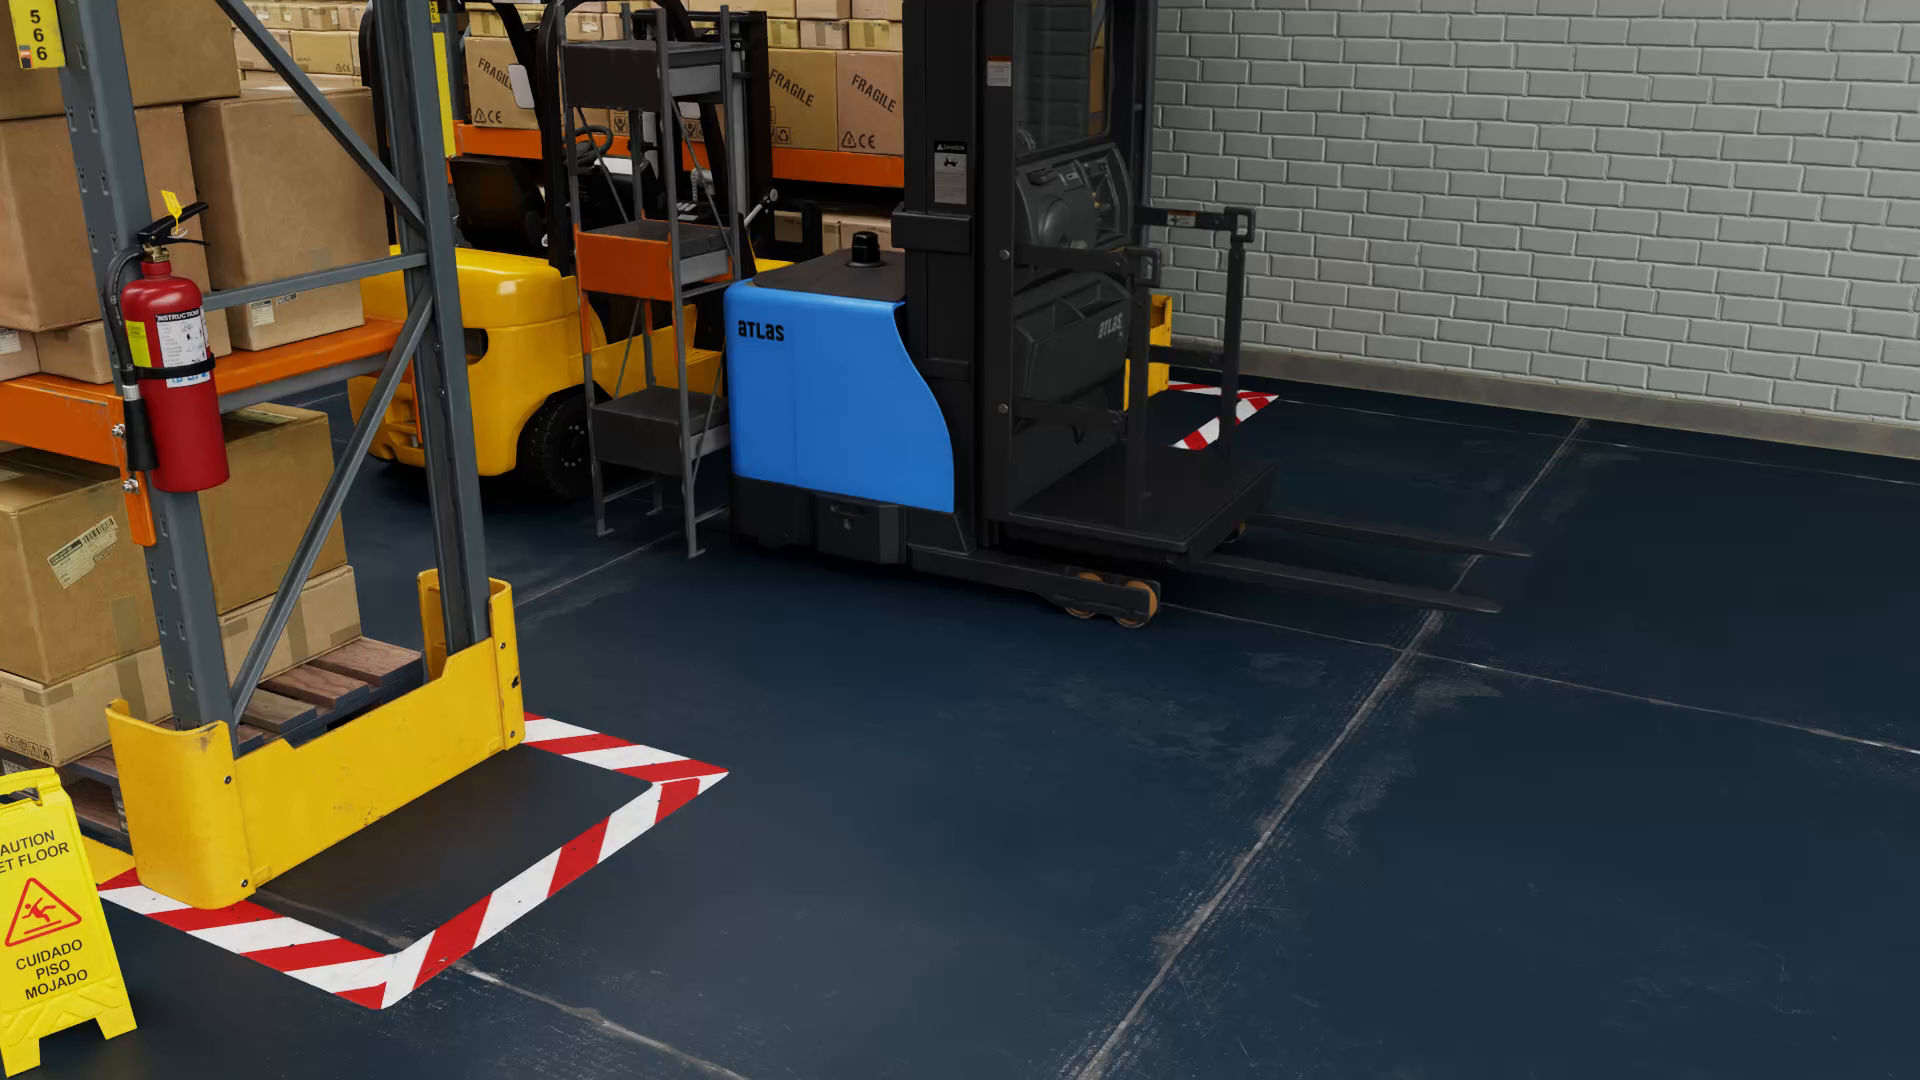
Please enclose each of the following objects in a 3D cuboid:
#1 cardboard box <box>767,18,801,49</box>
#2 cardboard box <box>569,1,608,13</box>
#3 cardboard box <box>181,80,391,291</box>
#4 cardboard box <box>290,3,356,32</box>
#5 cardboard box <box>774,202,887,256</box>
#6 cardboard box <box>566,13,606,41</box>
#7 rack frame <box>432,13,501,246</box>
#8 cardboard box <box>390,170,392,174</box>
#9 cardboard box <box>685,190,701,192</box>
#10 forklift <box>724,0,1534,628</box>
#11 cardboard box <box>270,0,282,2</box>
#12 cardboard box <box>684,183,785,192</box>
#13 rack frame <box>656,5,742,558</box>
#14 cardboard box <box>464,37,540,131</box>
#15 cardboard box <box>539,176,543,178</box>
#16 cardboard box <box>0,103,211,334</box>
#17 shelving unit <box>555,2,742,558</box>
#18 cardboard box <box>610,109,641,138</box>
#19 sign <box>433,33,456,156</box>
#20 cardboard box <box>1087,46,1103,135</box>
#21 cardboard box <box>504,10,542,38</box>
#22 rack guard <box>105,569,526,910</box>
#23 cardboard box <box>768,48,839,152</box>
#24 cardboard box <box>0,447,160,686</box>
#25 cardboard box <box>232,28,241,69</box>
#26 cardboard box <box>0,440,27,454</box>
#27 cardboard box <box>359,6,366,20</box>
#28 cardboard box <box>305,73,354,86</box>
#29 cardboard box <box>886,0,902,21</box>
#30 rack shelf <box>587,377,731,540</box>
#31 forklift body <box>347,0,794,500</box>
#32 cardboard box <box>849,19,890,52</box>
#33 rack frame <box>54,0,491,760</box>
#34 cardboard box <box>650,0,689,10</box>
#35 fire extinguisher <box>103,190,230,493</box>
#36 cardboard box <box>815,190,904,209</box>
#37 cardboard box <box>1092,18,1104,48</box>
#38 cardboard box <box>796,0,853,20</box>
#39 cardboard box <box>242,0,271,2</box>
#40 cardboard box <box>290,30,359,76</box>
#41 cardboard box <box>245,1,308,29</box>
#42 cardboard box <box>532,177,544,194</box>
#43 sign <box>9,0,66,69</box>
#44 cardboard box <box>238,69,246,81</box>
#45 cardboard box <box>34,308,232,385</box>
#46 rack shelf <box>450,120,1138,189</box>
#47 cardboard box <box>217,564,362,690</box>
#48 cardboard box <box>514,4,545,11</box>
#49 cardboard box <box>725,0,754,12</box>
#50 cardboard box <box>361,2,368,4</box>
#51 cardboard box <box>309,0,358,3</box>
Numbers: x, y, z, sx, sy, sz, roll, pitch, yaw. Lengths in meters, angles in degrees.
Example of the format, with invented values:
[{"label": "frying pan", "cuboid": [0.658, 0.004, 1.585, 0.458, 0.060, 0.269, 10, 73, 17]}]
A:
[{"label": "cardboard box", "cuboid": [-0.851, -2.656, 8.691, 0.250, 0.149, 0.380, 11, 23, 28]}, {"label": "cardboard box", "cuboid": [-1.964, -3.010, 9.229, 0.250, 0.149, 0.380, 11, 23, 28]}, {"label": "cardboard box", "cuboid": [-1.975, -0.994, 4.623, 0.500, 0.500, 0.500, 10, 22, 26]}, {"label": "cardboard box", "cuboid": [-3.894, -3.230, 10.272, 0.250, 0.149, 0.380, 10, 22, 26]}, {"label": "cardboard box", "cuboid": [-0.728, -1.647, 8.955, 0.500, 0.250, 0.500, 11, 23, 28]}, {"label": "cardboard box", "cuboid": [-1.974, -2.869, 9.277, 0.250, 0.149, 0.380, 11, 23, 28]}, {"label": "rack frame", "cuboid": [-2.772, -2.789, 10.155, 0.127, 3.000, 1.000, 11, 23, 27]}, {"label": "cardboard box", "cuboid": [-3.906, -2.085, 11.080, 0.625, 0.625, 0.875, 11, 22, 27]}, {"label": "cardboard box", "cuboid": [-1.621, -1.823, 9.441, 0.500, 0.250, 0.500, 12, 23, 29]}, {"label": "forklift", "cuboid": [0.611, -1.268, 6.062, 3.031, 2.935, 1.130, 10, 22, 26]}, {"label": "cardboard box", "cuboid": [-4.531, -3.563, 11.190, 0.250, 0.149, 0.380, 12, 23, 29]}, {"label": "cardboard box", "cuboid": [-1.363, -1.972, 9.852, 0.500, 0.250, 0.500, 11, 23, 28]}, {"label": "rack frame", "cuboid": [-0.980, -0.974, 6.471, 0.015, 2.100, 0.400, 11, 23, 29]}, {"label": "cardboard box", "cuboid": [-2.512, -2.684, 9.720, 0.500, 0.500, 0.500, 10, 22, 26]}, {"label": "cardboard box", "cuboid": [-2.248, -2.140, 10.315, 0.500, 0.250, 0.500, 11, 23, 28]}, {"label": "cardboard box", "cuboid": [-2.305, -0.841, 4.201, 0.500, 0.500, 0.500, 10, 22, 26]}, {"label": "shelving unit", "cuboid": [-1.190, -1.016, 6.587, 0.503, 2.100, 0.431, 11, 23, 29]}, {"label": "cardboard box", "cuboid": [-1.606, -2.519, 9.264, 0.500, 0.500, 0.500, 11, 22, 27]}, {"label": "sign", "cuboid": [-1.432, -1.214, 4.544, 0.005, 0.325, 0.100, 11, 23, 27]}, {"label": "cardboard box", "cuboid": [0.423, -2.336, 8.759, 0.500, 0.500, 0.500, 12, 23, 29]}, {"label": "cardboard box", "cuboid": [-2.395, -2.967, 9.548, 0.250, 0.149, 0.380, 11, 23, 29]}, {"label": "rack guard", "cuboid": [-1.763, 0.517, 4.707, 0.348, 0.500, 1.175, 11, 23, 27]}, {"label": "cardboard box", "cuboid": [-0.733, -2.349, 8.794, 0.500, 0.500, 0.500, 10, 22, 26]}, {"label": "cardboard box", "cuboid": [-2.524, 0.042, 4.668, 0.500, 0.500, 0.500, 11, 23, 28]}, {"label": "cardboard box", "cuboid": [-4.652, -3.219, 10.826, 0.500, 0.250, 0.500, 11, 23, 28]}, {"label": "cardboard box", "cuboid": [-2.877, -0.304, 4.671, 0.250, 0.149, 0.380, 12, 23, 29]}, {"label": "cardboard box", "cuboid": [-3.412, -3.169, 10.105, 0.250, 0.149, 0.380, 10, 22, 27]}, {"label": "cardboard box", "cuboid": [-3.781, -2.806, 10.423, 0.500, 0.250, 0.500, 11, 22, 27]}, {"label": "cardboard box", "cuboid": [-0.167, -2.680, 8.319, 0.250, 0.149, 0.380, 11, 23, 28]}, {"label": "rack shelf", "cuboid": [-1.190, -0.345, 6.831, 0.480, 0.518, 0.431, 11, 23, 29]}, {"label": "forklift body", "cuboid": [-1.825, -1.497, 7.838, 1.214, 2.155, 2.313, 11, 23, 27]}, {"label": "cardboard box", "cuboid": [-0.364, -2.590, 8.507, 0.250, 0.149, 0.380, 11, 22, 27]}, {"label": "rack frame", "cuboid": [-1.697, -0.645, 4.246, 0.127, 3.000, 1.000, 11, 23, 27]}, {"label": "cardboard box", "cuboid": [-1.475, -2.949, 9.061, 0.250, 0.149, 0.380, 11, 23, 27]}, {"label": "fire extinguisher", "cuboid": [-1.822, -0.453, 3.828, 0.183, 0.674, 0.296, 11, 23, 27]}, {"label": "cardboard box", "cuboid": [-0.476, -1.803, 9.388, 0.500, 0.250, 0.500, 11, 22, 27]}, {"label": "cardboard box", "cuboid": [0.551, -2.609, 8.562, 0.250, 0.149, 0.380, 10, 22, 26]}, {"label": "cardboard box", "cuboid": [-0.630, -2.753, 8.523, 0.250, 0.149, 0.380, 11, 23, 29]}, {"label": "cardboard box", "cuboid": [-4.723, -3.439, 10.850, 0.250, 0.149, 0.380, 11, 23, 27]}, {"label": "cardboard box", "cuboid": [-3.778, -3.042, 10.340, 0.500, 0.250, 0.500, 10, 22, 26]}, {"label": "cardboard box", "cuboid": [-4.308, -3.335, 10.563, 0.250, 0.149, 0.380, 11, 23, 28]}, {"label": "cardboard box", "cuboid": [-2.502, -1.990, 9.902, 0.500, 0.250, 0.500, 10, 22, 26]}, {"label": "sign", "cuboid": [-1.985, -1.176, 3.548, 0.005, 0.325, 0.100, 11, 23, 27]}, {"label": "cardboard box", "cuboid": [-4.654, -2.982, 10.906, 0.500, 0.250, 0.500, 12, 23, 29]}, {"label": "cardboard box", "cuboid": [-2.128, -0.526, 4.285, 0.250, 0.149, 0.380, 12, 23, 29]}, {"label": "rack shelf", "cuboid": [-1.026, -2.118, 9.361, 4.000, 0.370, 1.077, 11, 23, 27]}, {"label": "cardboard box", "cuboid": [-2.266, 0.233, 5.240, 0.500, 0.250, 0.500, 11, 22, 27]}, {"label": "cardboard box", "cuboid": [-2.357, -3.128, 9.556, 0.250, 0.149, 0.380, 11, 23, 28]}, {"label": "cardboard box", "cuboid": [-1.037, -2.866, 8.832, 0.250, 0.149, 0.380, 11, 23, 28]}, {"label": "cardboard box", "cuboid": [-3.633, -3.402, 10.746, 0.250, 0.149, 0.380, 11, 22, 27]}, {"label": "cardboard box", "cuboid": [-4.061, -3.491, 10.992, 0.250, 0.149, 0.380, 11, 22, 27]}]
